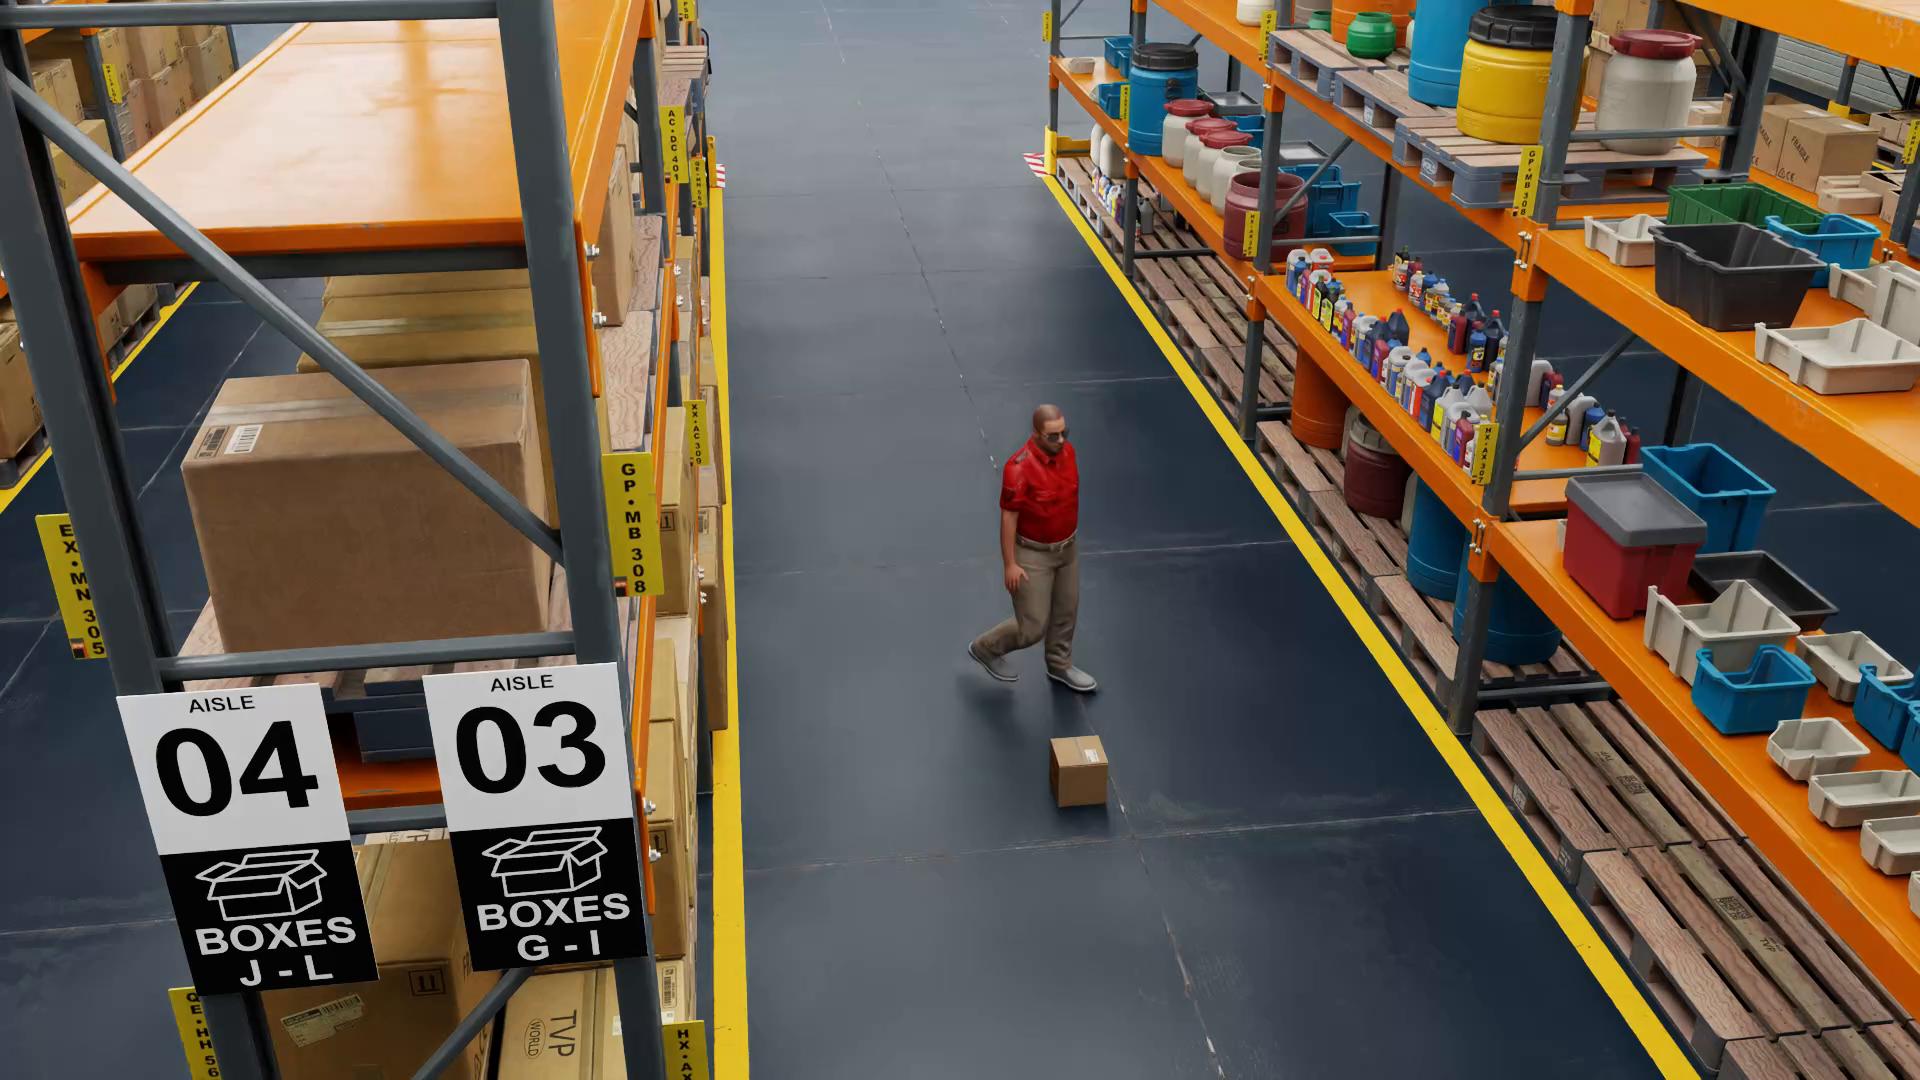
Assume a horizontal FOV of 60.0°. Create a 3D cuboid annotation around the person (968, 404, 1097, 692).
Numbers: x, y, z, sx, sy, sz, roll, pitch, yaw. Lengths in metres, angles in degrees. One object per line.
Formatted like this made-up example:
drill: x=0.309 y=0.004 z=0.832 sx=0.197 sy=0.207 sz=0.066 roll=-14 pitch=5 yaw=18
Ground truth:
person: x=0.416 y=0.047 z=8.992 sx=0.609 sy=1.719 sz=0.585 roll=23 pitch=35 yaw=38
